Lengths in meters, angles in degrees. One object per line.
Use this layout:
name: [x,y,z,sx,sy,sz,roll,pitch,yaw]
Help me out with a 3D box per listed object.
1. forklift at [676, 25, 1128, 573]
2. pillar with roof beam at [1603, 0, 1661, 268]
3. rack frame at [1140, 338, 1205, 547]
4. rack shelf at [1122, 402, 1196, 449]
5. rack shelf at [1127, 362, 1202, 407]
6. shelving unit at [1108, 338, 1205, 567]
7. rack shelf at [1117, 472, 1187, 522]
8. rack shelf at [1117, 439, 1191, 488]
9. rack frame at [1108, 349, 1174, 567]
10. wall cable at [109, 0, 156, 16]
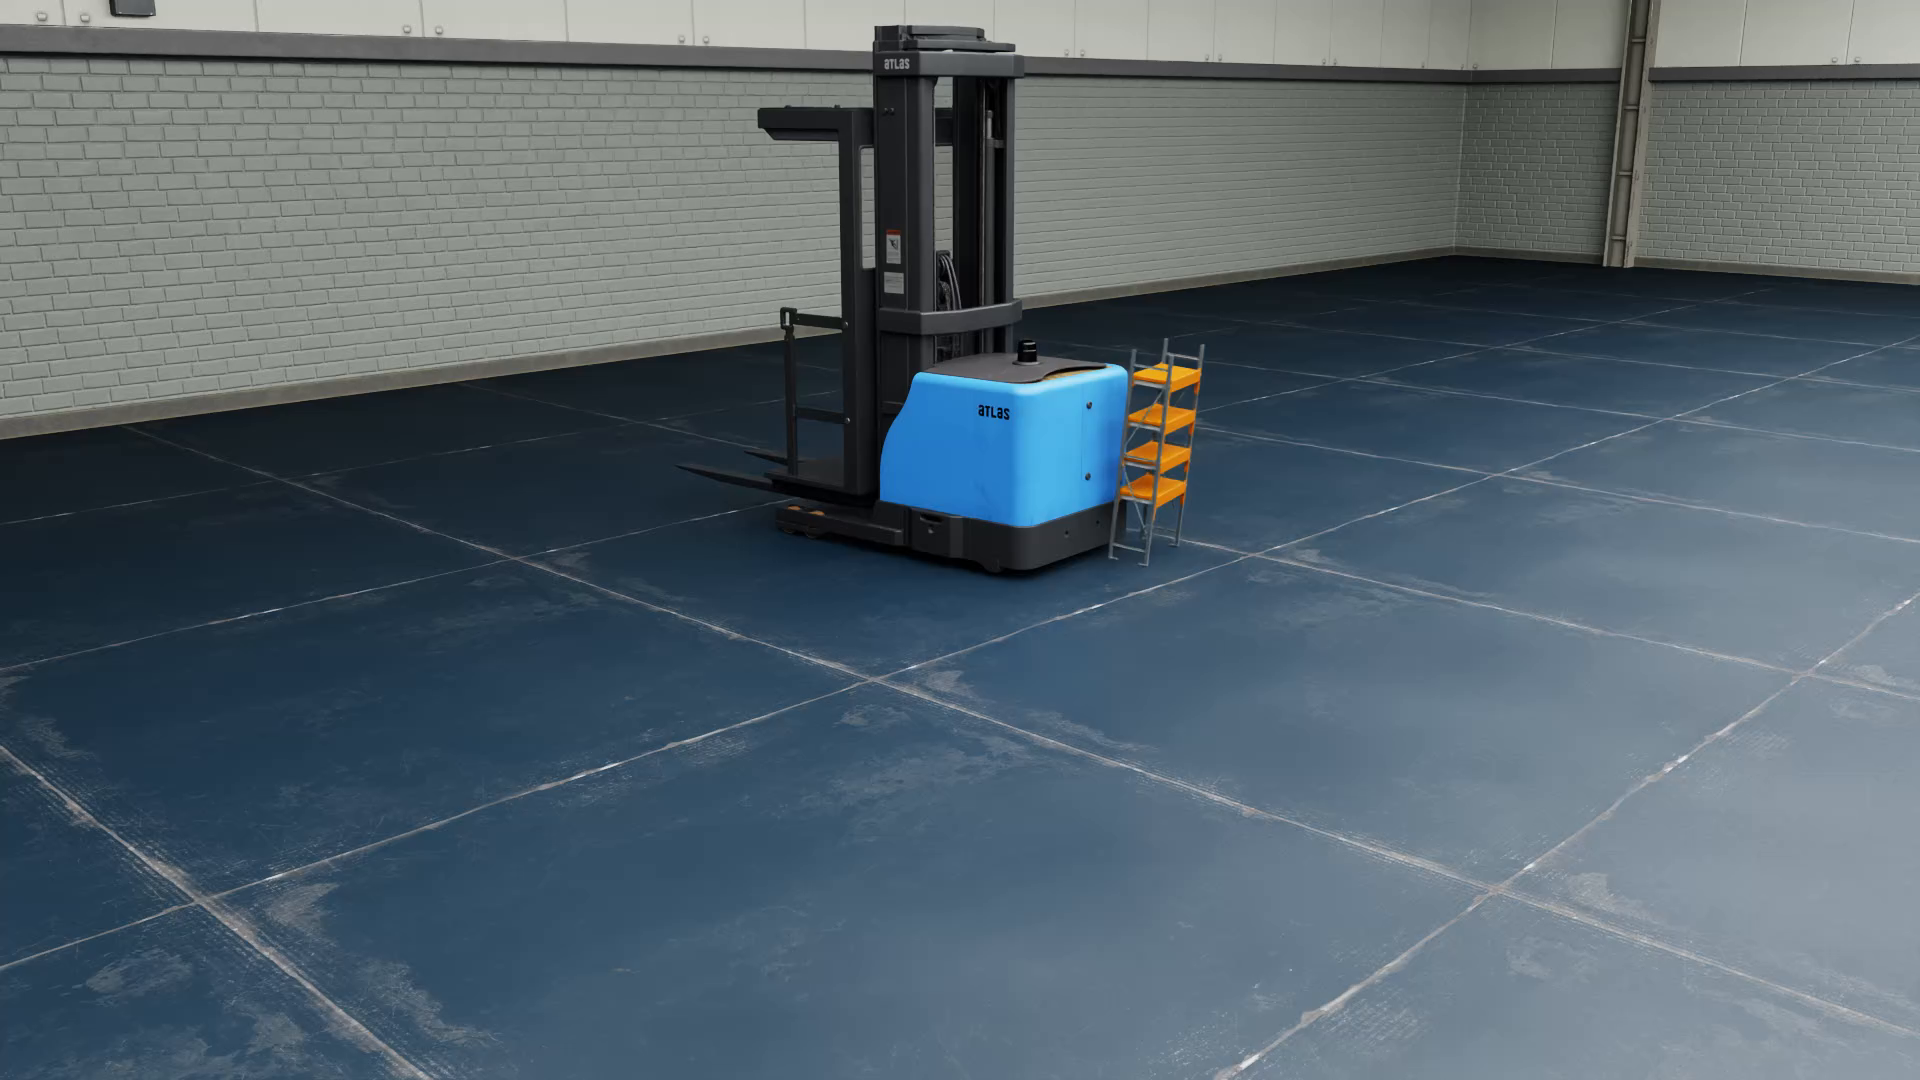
forklift: [-0.488,-1.519,9.948,3.031,2.935,1.130,12,19,38]
pillar with roof beam: [7.697,-8.017,22.854,0.400,9.000,9.100,14,20,42]
rack frame: [1.227,-0.558,9.648,0.240,1.200,0.015,13,19,25]
rack shelf: [1.127,-0.652,9.393,0.258,0.148,0.480,13,19,25]
rack shelf: [1.147,-0.877,9.323,0.258,0.148,0.480,13,19,25]
shelving unit: [1.113,-0.503,9.439,0.258,1.200,0.503,13,19,25]
rack shelf: [1.091,-0.250,9.518,0.258,0.148,0.480,13,19,25]
rack shelf: [1.108,-0.439,9.459,0.258,0.148,0.480,13,19,25]
rack frame: [1.000,-0.448,9.230,0.240,1.200,0.015,13,19,25]
wall cable: [-5.781,-7.203,12.984,0.169,6.003,2.305,14,20,42]
